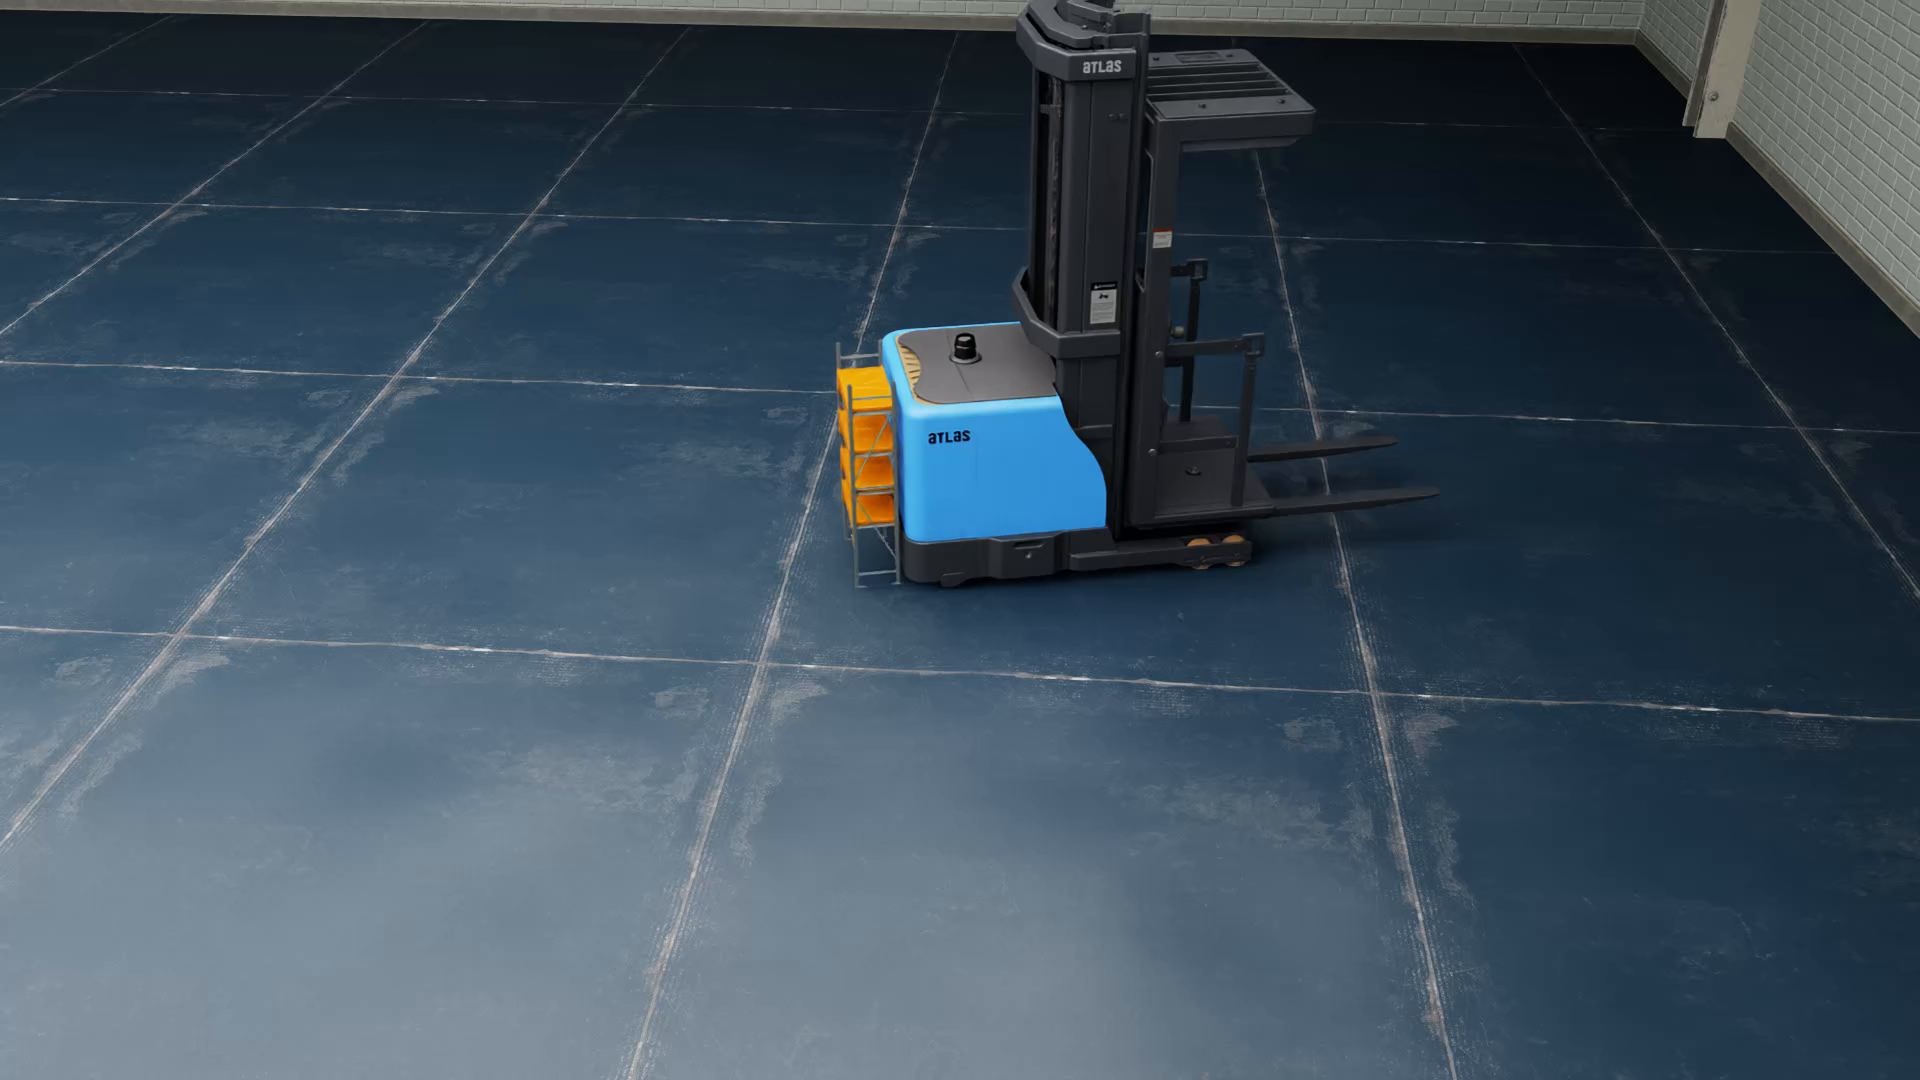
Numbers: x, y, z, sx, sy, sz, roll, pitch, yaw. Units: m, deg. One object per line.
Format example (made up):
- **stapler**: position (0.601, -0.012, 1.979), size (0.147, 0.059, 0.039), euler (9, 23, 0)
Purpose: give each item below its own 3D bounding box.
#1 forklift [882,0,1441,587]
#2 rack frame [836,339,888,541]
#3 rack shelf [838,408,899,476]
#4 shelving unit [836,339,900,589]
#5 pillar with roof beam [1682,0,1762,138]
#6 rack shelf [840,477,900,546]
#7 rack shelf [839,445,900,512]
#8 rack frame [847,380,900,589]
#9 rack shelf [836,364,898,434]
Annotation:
- **forklift**: position (1.128, -1.357, 8.658), size (3.031, 2.935, 1.130), euler (-5, 32, -8)
- **rack frame**: position (-0.524, -0.518, 8.948), size (0.240, 1.200, 0.015), euler (-5, 32, -9)
- **rack shelf**: position (-0.481, -0.526, 8.661), size (0.258, 0.148, 0.480), euler (-5, 32, -9)
- **shelving unit**: position (-0.481, -0.392, 8.743), size (0.258, 1.200, 0.503), euler (-5, 32, -9)
- **pillar with roof beam**: position (2.607, -7.800, 13.330), size (9.100, 9.000, 0.400), euler (2, 32, 4)
- **rack shelf**: position (-0.481, -0.166, 8.883), size (0.258, 0.148, 0.480), euler (-5, 32, -9)
- **rack shelf**: position (-0.481, -0.335, 8.778), size (0.258, 0.148, 0.480), euler (-5, 32, -9)
- **rack frame**: position (-0.438, -0.266, 8.539), size (0.240, 1.200, 0.015), euler (-5, 32, -9)
- **rack shelf**: position (-0.481, -0.727, 8.537), size (0.258, 0.148, 0.480), euler (-5, 32, -9)
